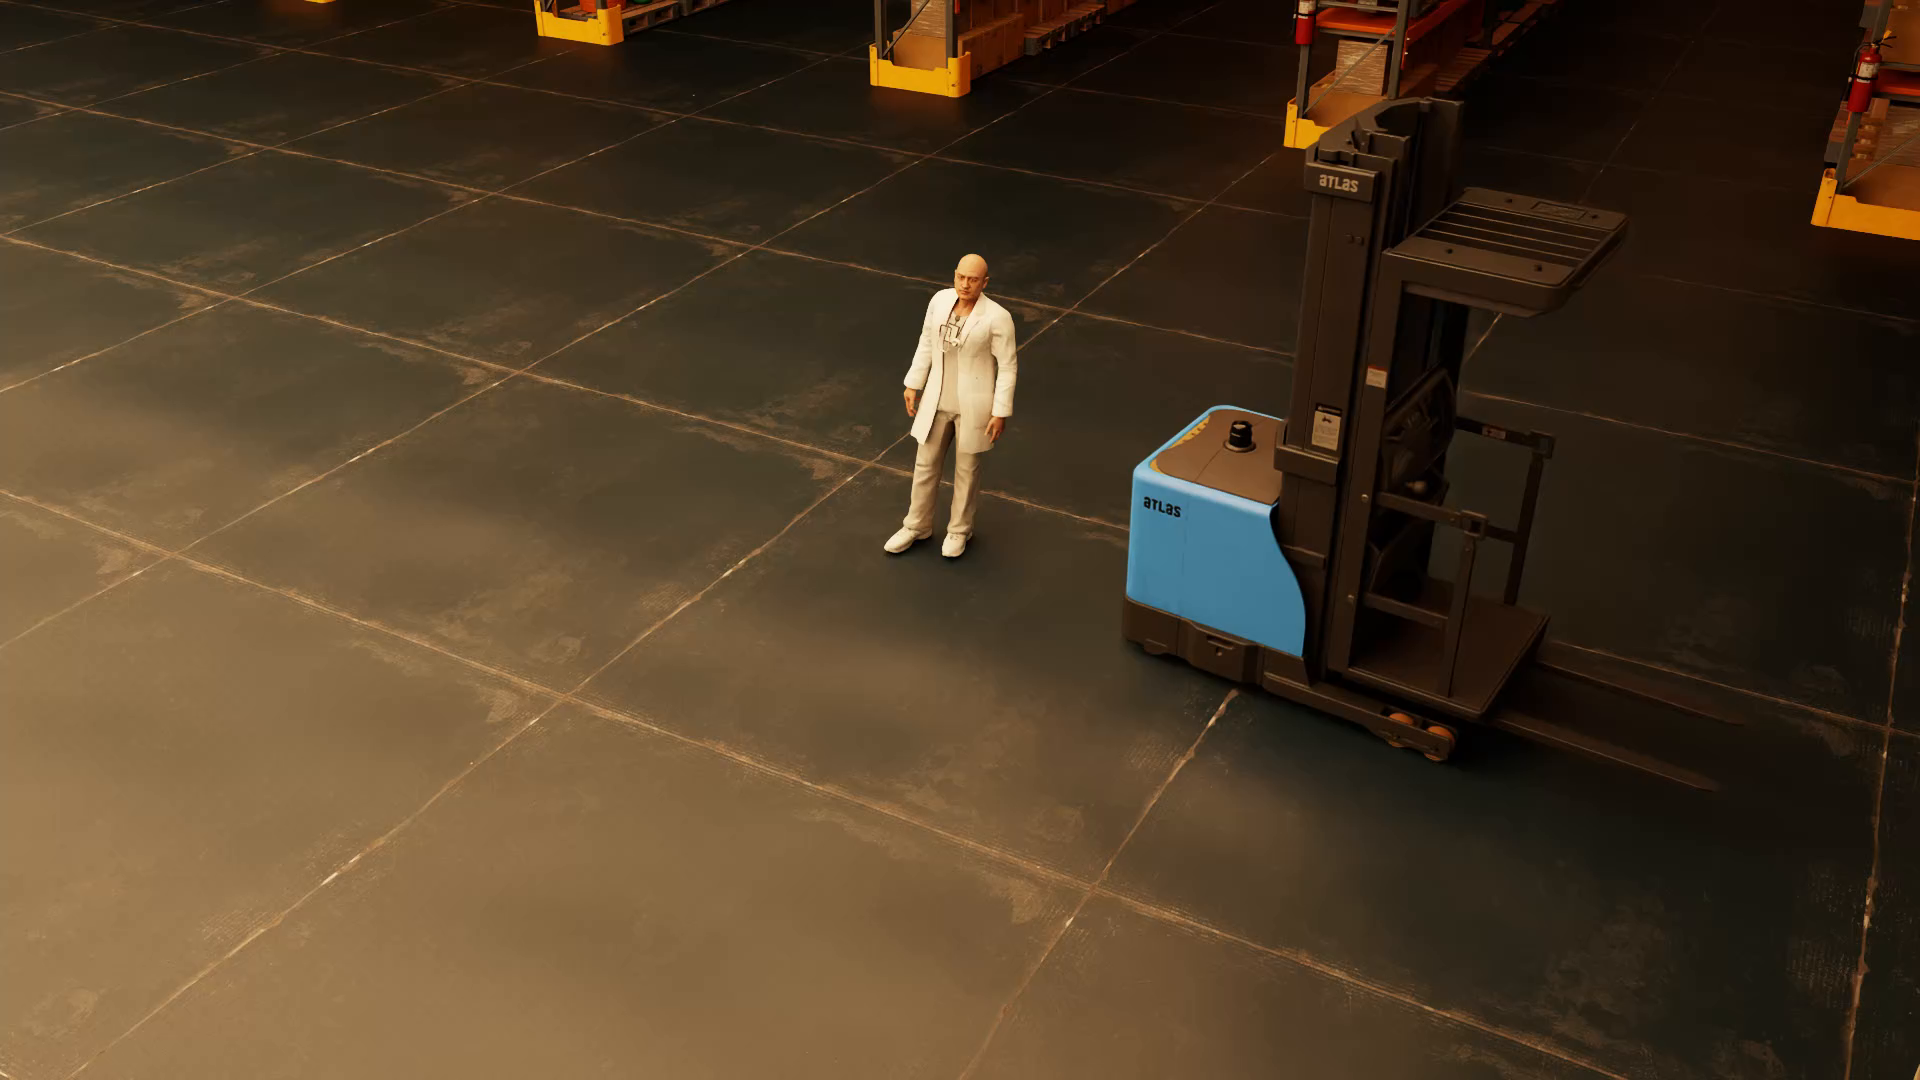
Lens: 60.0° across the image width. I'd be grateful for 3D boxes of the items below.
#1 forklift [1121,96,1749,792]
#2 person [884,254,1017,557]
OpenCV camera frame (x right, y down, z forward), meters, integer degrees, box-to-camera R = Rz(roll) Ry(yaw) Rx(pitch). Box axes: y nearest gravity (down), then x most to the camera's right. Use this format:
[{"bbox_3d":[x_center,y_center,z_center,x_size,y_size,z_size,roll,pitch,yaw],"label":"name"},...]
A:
[{"bbox_3d":[2.379,-0.493,7.924,3.031,2.935,1.130,19,35,29],"label":"forklift"},{"bbox_3d":[-0.048,-0.738,9.488,0.698,1.776,0.580,15,33,25],"label":"person"}]
